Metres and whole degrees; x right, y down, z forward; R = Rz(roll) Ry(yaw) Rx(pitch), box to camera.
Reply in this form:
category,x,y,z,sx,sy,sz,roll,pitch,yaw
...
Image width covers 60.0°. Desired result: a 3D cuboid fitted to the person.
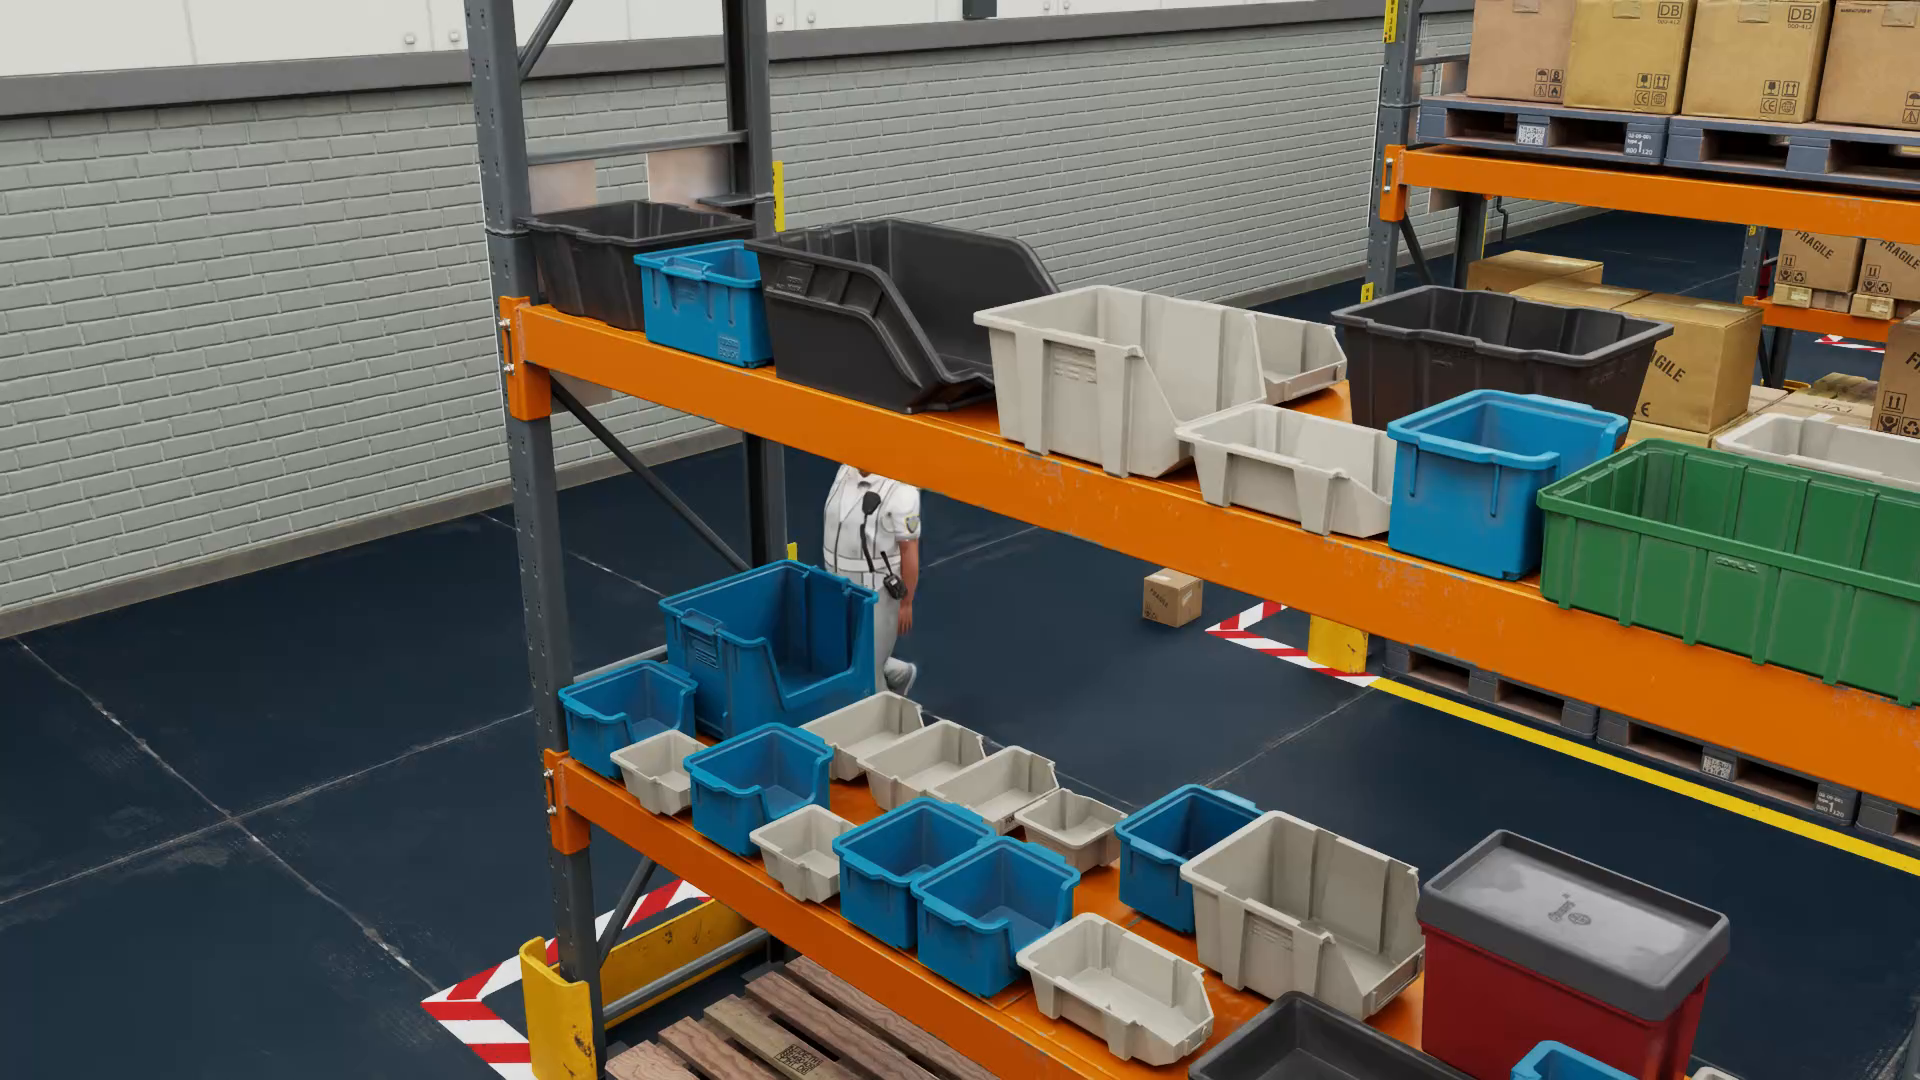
category,x,y,z,sx,sy,sz,roll,pitch,yaw
person,-0.411,0.205,7.916,0.679,1.755,0.545,-18,27,-39
